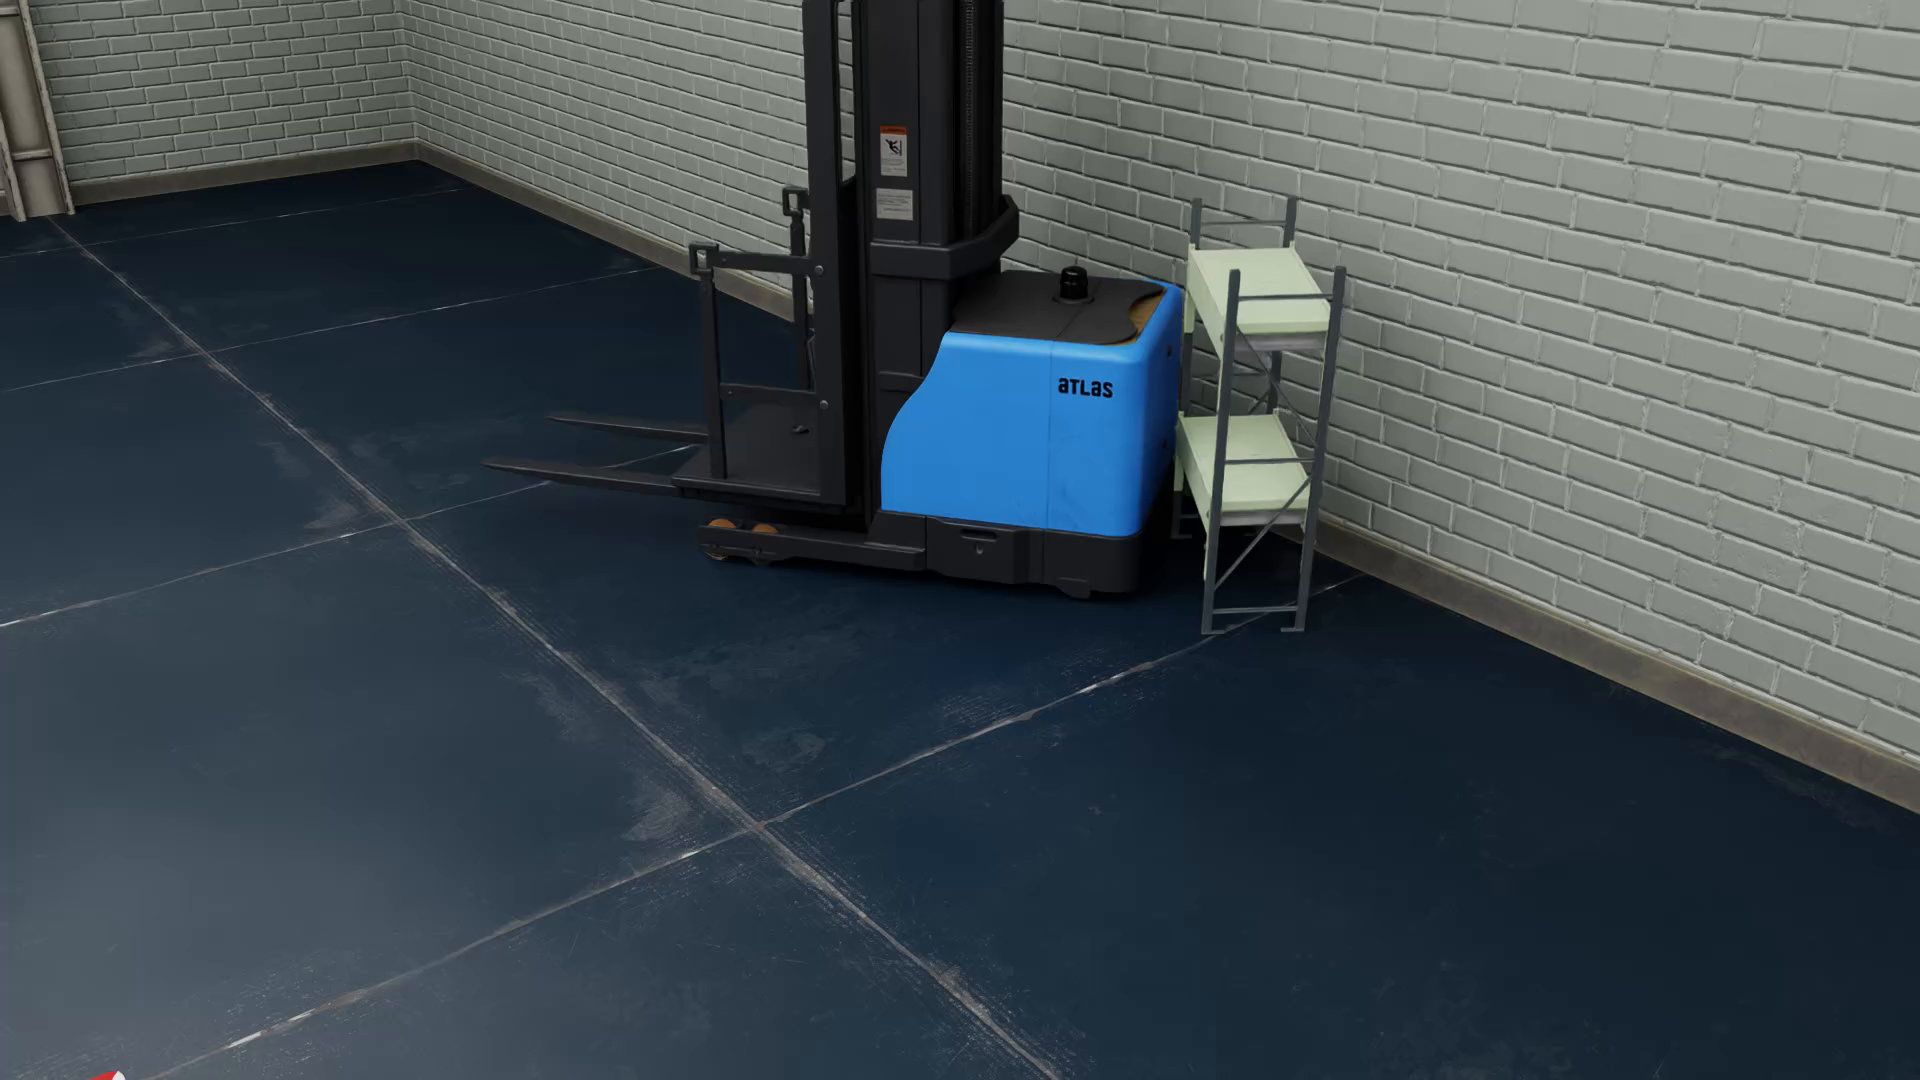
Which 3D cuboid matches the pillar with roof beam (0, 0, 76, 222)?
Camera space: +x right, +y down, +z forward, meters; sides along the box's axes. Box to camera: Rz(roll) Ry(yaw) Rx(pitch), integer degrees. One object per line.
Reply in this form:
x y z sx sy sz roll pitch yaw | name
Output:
-4.270 -5.121 7.594 0.400 9.000 9.100 -18 31 -34 | pillar with roof beam

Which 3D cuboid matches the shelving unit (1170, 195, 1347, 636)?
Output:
1.111 -0.473 6.395 0.431 1.500 0.755 -2 31 -2 | shelving unit

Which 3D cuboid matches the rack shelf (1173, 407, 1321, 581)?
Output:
1.114 -0.193 6.562 0.431 0.370 0.720 -2 31 -2 | rack shelf

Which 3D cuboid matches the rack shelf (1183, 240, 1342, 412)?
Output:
1.108 -0.808 6.195 0.431 0.370 0.720 -2 31 -2 | rack shelf

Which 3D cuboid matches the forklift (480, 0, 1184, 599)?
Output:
-0.613 -1.431 6.851 3.031 2.935 1.130 7 26 15 | forklift

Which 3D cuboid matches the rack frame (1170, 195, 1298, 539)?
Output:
1.091 -0.660 6.709 0.400 1.500 0.023 -2 31 -2 | rack frame

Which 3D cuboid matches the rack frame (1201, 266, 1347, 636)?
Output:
1.131 -0.285 6.081 0.400 1.500 0.023 -2 31 -2 | rack frame
